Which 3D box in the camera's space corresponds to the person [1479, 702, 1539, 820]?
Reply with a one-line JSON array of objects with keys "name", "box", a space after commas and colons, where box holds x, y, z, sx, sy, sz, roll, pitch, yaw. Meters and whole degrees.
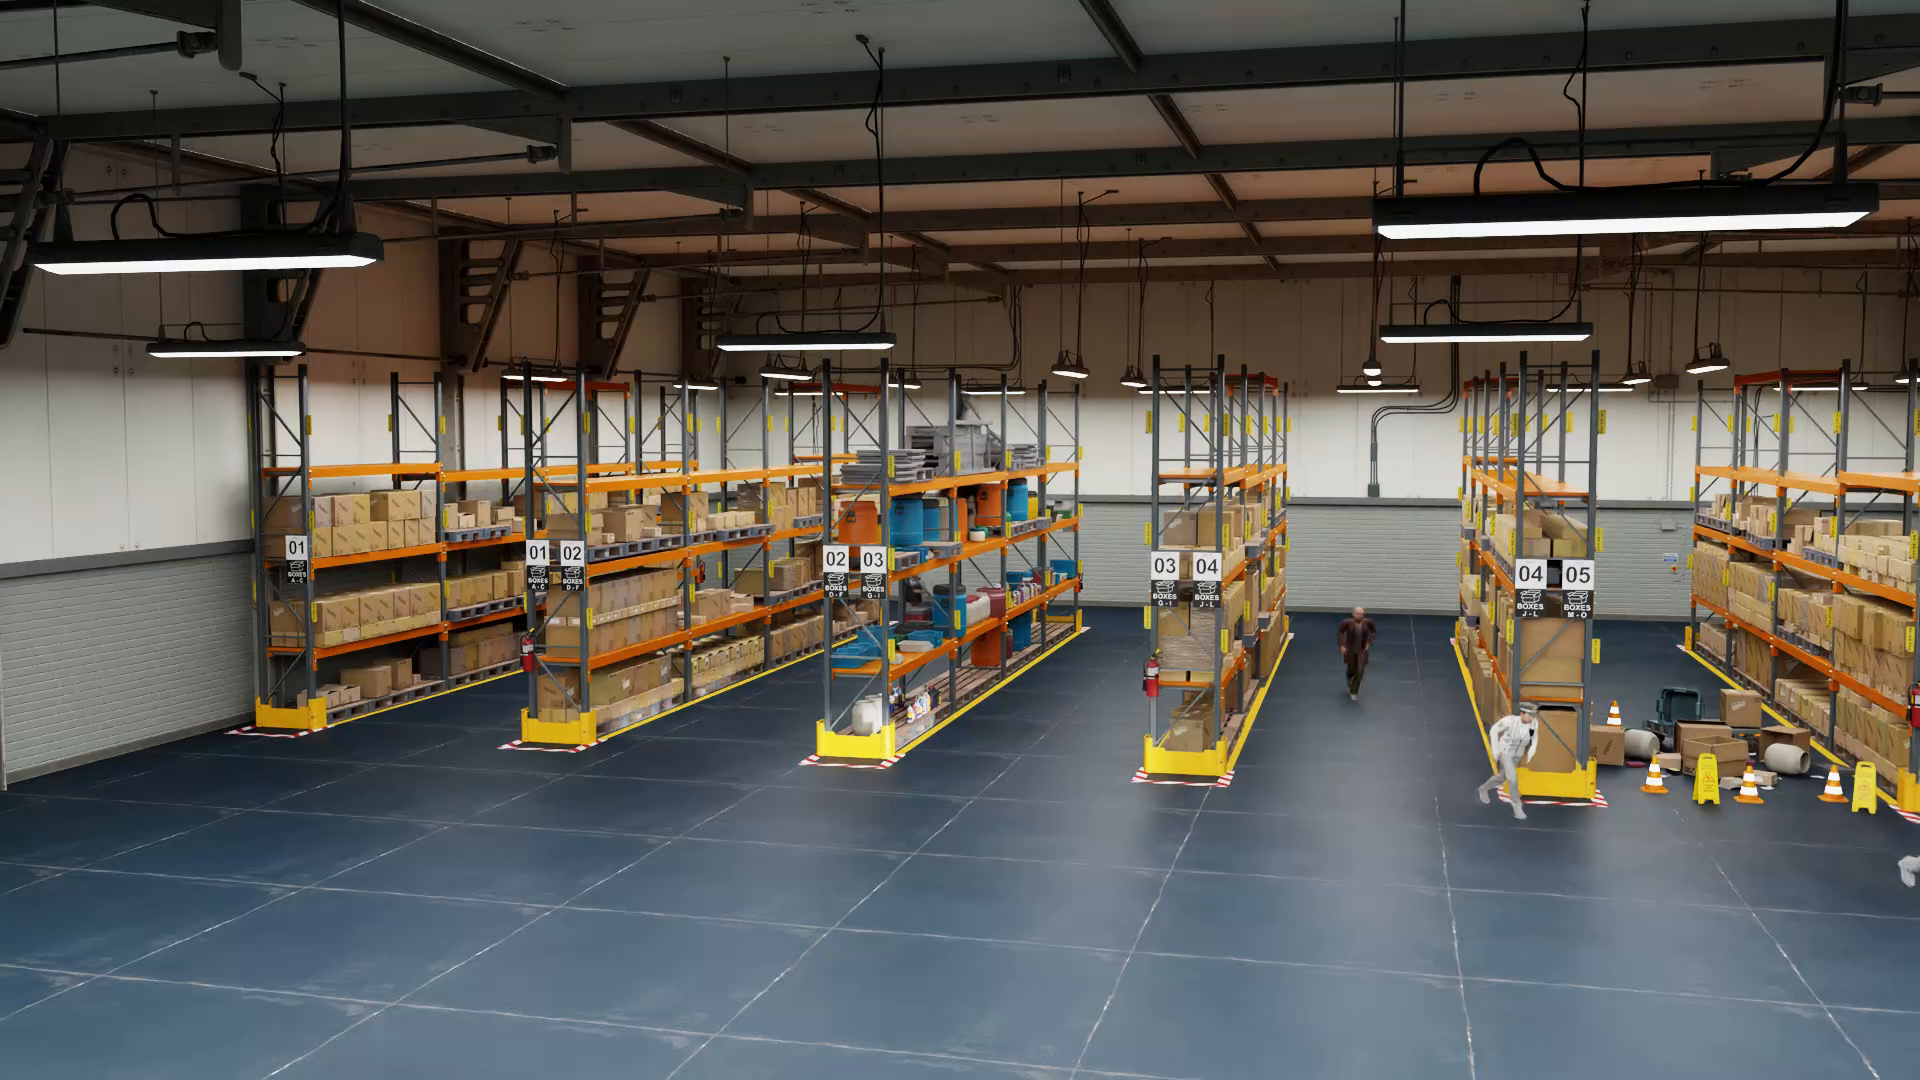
[{"name": "person", "box": [7.085, 2.783, 21.465, 0.600, 1.511, 1.033, -1, 4, -12]}]

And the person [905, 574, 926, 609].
[{"name": "person", "box": [-1.091, 1.496, 38.469, 0.623, 1.776, 0.749, 0, 4, -2]}]

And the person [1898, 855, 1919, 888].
[{"name": "person", "box": [10.167, 2.990, 17.157, 0.660, 1.725, 0.909, -2, 4, -28]}]

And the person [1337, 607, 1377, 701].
[{"name": "person", "box": [7.285, 2.060, 30.628, 0.712, 1.726, 0.882, 0, 4, 1]}]
